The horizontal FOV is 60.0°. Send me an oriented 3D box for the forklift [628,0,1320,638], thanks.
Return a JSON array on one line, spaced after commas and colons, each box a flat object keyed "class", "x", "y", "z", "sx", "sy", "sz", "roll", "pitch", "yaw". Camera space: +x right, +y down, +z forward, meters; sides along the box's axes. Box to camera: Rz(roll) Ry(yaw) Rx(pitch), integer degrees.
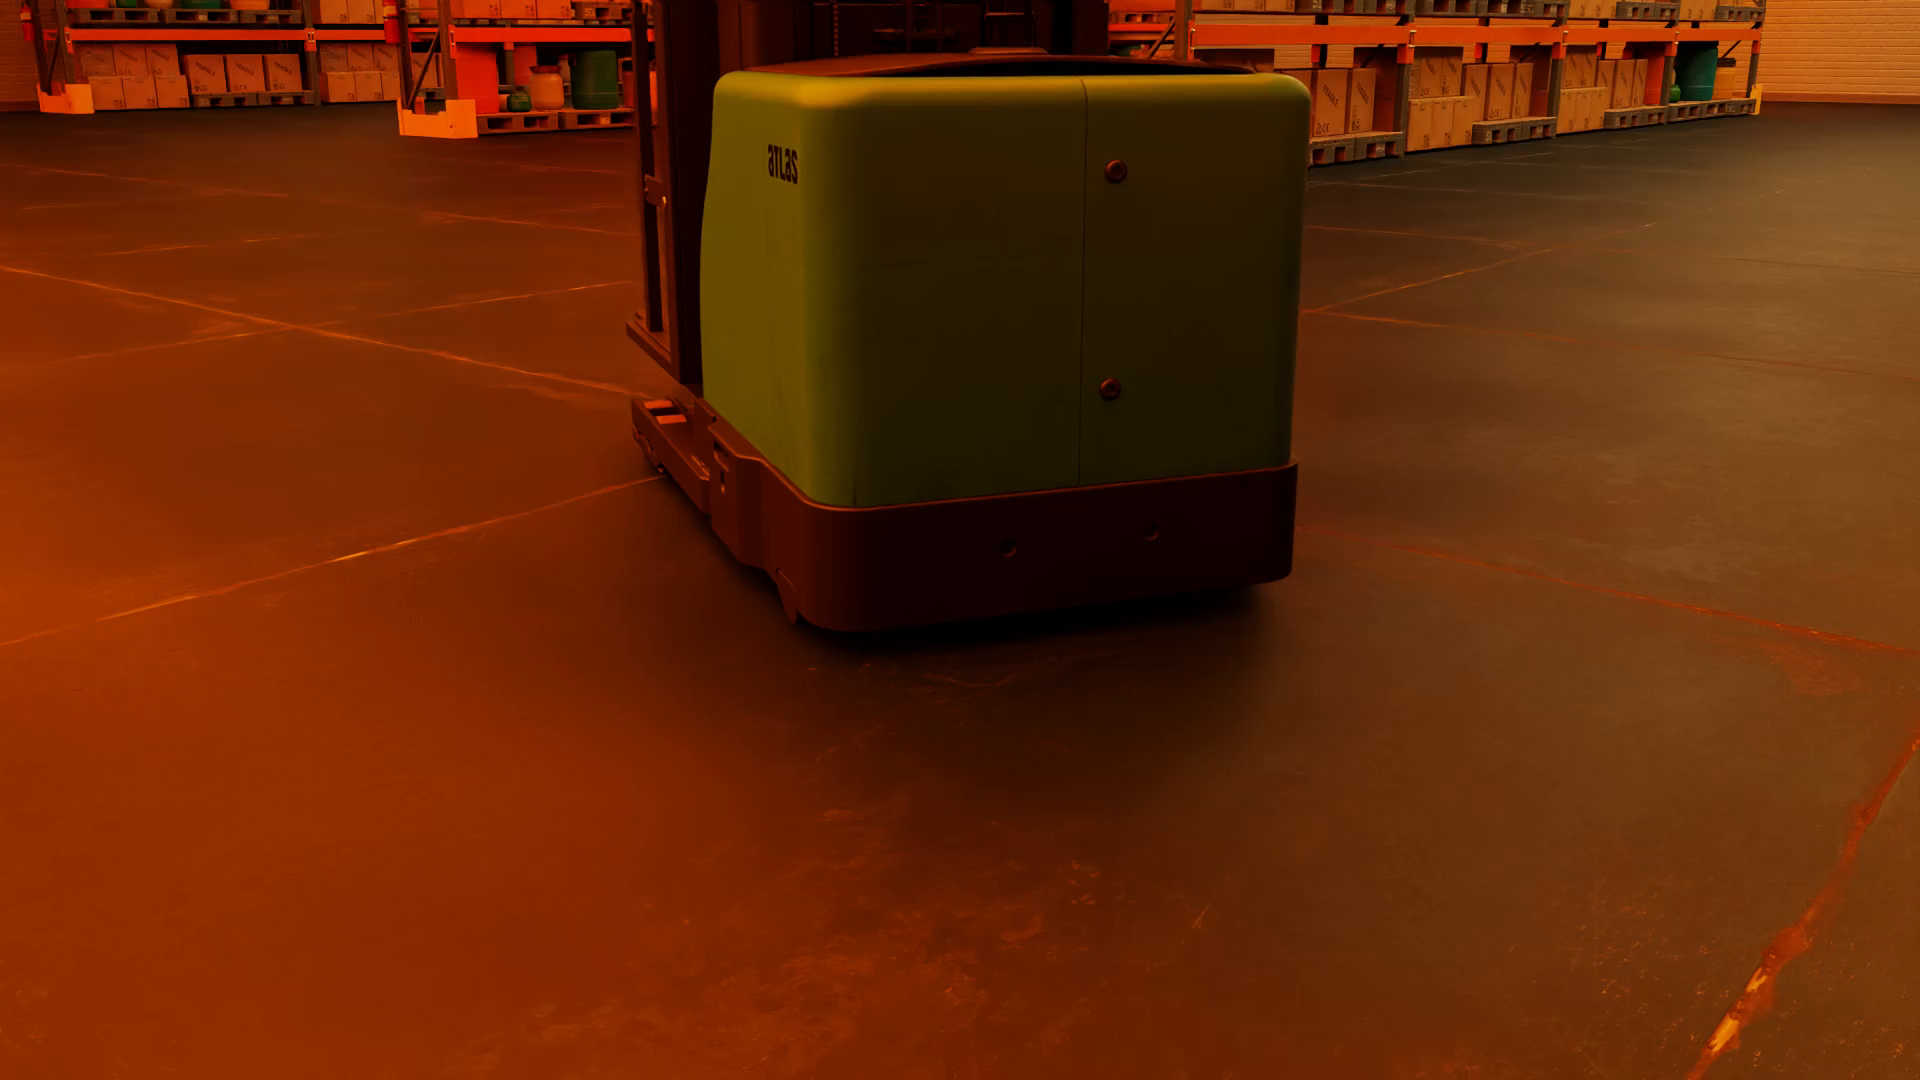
[{"class": "forklift", "x": -0.280, "y": -1.608, "z": 4.191, "sx": 1.130, "sy": 2.935, "sz": 3.031, "roll": -6, "pitch": 18, "yaw": -19}]
